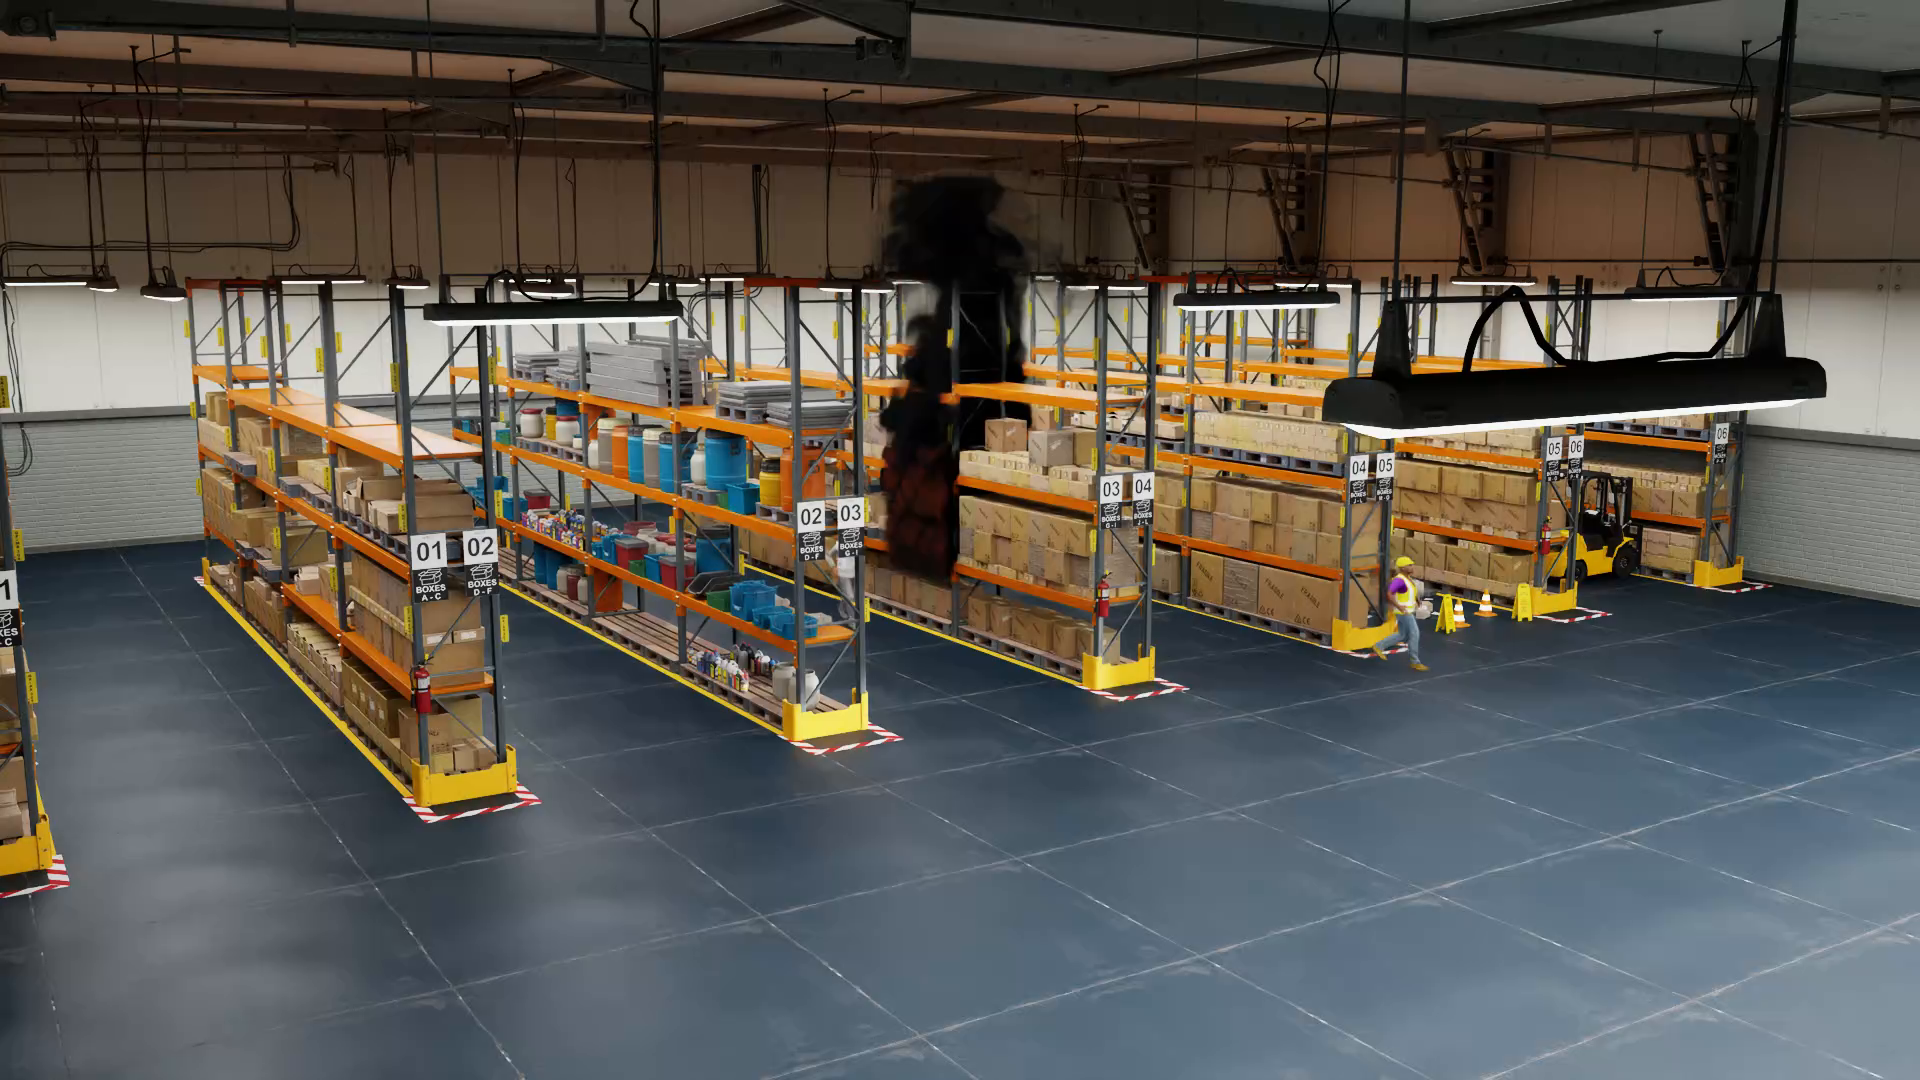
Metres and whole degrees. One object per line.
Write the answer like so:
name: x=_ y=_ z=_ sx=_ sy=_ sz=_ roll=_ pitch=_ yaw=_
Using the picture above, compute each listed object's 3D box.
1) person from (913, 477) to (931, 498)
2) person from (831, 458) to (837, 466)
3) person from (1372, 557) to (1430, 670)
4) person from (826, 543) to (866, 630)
person: x=-0.690 y=-0.553 z=36.008 sx=0.682 sy=1.759 sz=0.609 roll=-6 pitch=11 yaw=-33
person: x=-3.039 y=-1.109 z=39.416 sx=0.675 sy=1.732 sz=0.674 roll=-8 pitch=12 yaw=-39
person: x=6.932 y=1.140 z=26.043 sx=0.902 sy=1.781 sz=0.749 roll=3 pitch=10 yaw=18
person: x=-1.934 y=0.618 z=28.870 sx=0.656 sy=1.758 sz=0.970 roll=-7 pitch=12 yaw=-34
